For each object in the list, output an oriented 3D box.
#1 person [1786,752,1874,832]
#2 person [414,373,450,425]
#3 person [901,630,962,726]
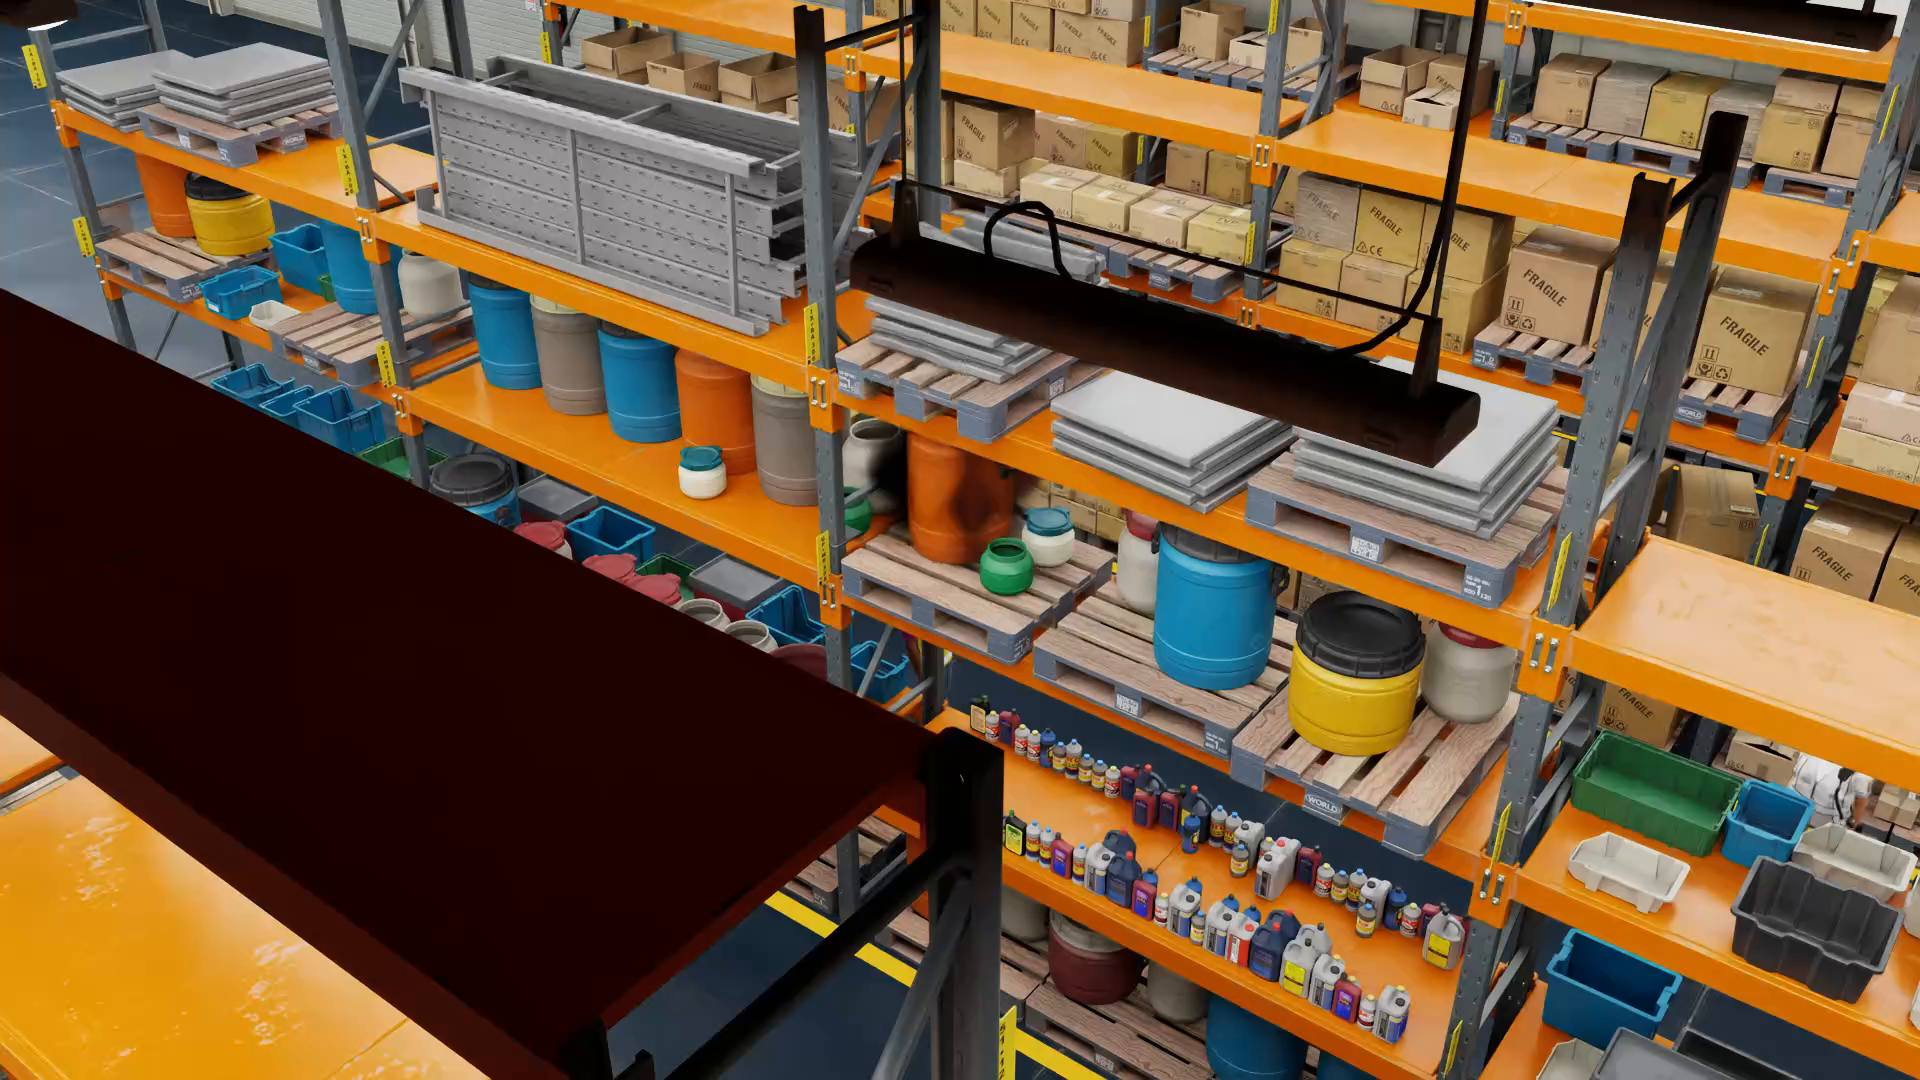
[{"bbox_3d":[5.502,1.806,10.739,0.497,1.686,0.512,-25,39,-34],"label":"person"},{"bbox_3d":[-5.508,-1.970,16.895,0.618,1.765,0.433,4,32,7],"label":"person"},{"bbox_3d":[-0.207,0.853,12.169,0.477,1.754,0.594,6,32,10],"label":"person"}]
